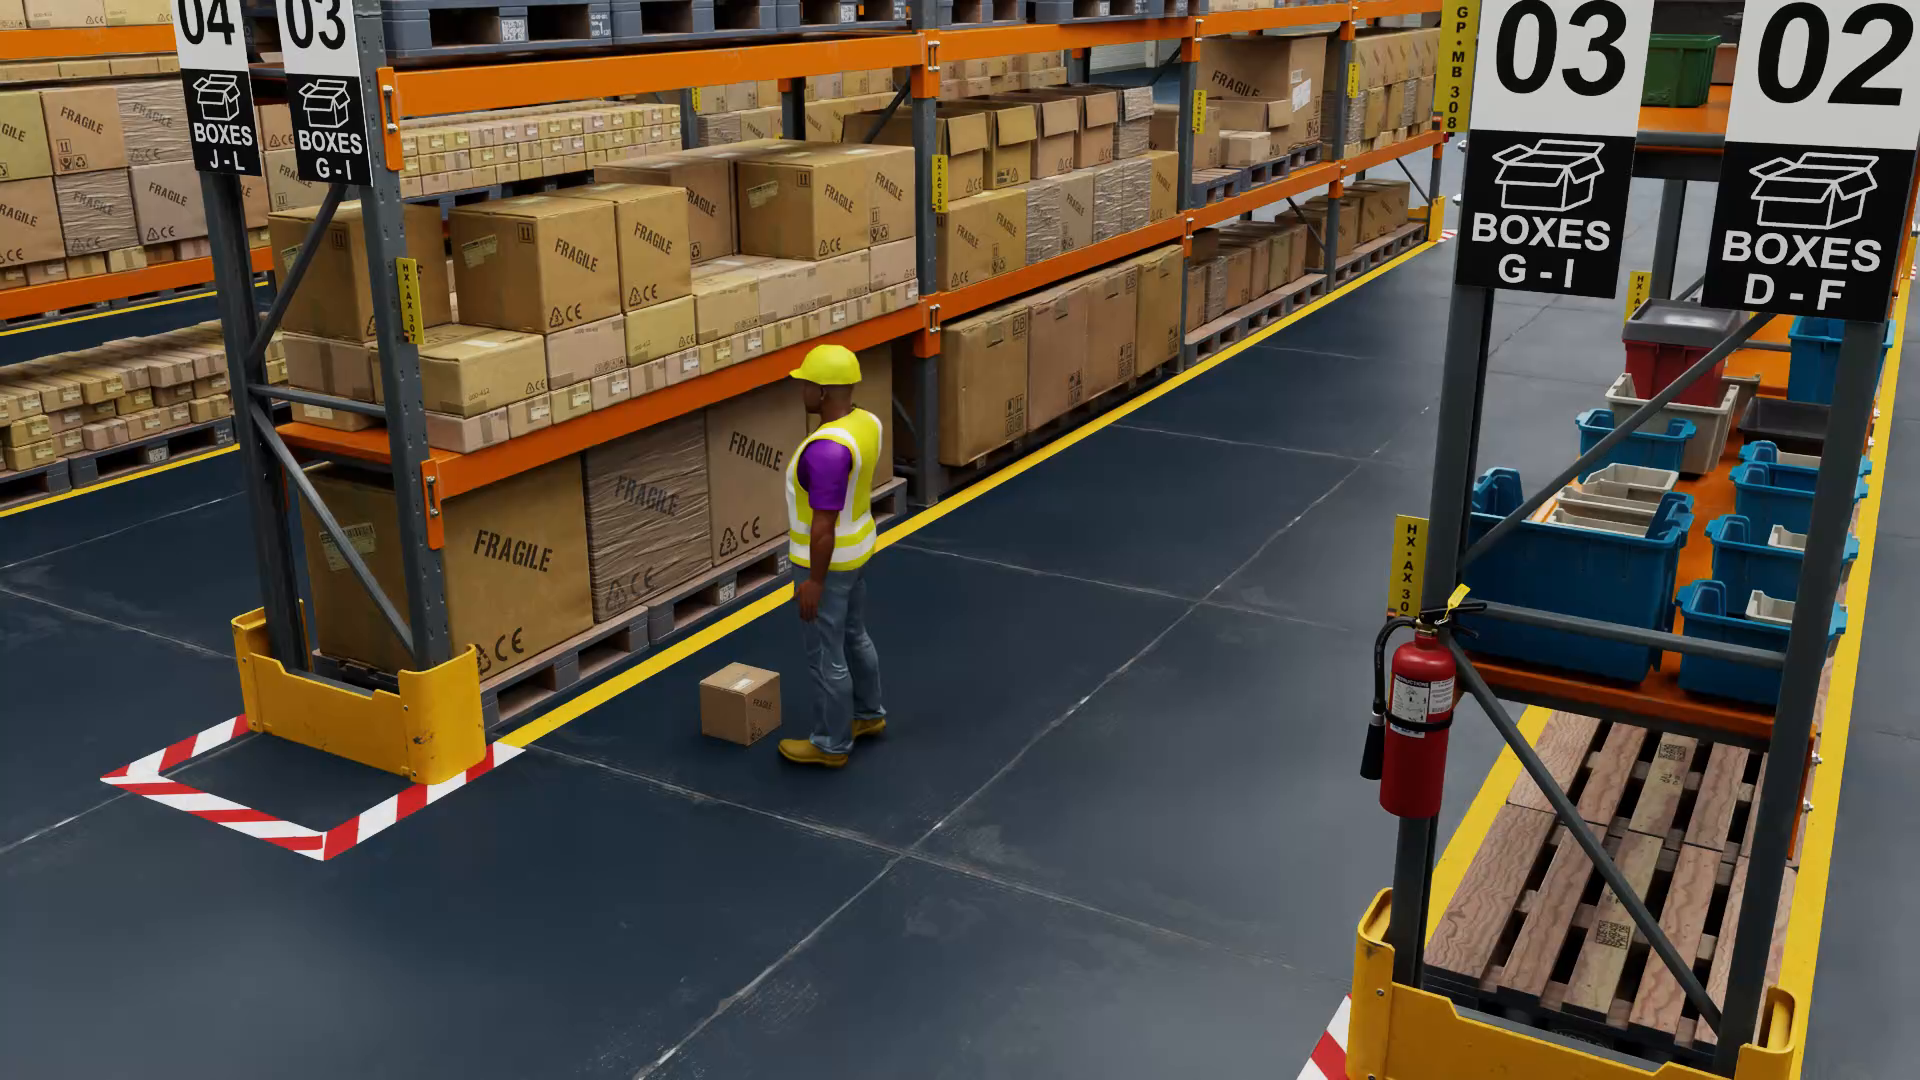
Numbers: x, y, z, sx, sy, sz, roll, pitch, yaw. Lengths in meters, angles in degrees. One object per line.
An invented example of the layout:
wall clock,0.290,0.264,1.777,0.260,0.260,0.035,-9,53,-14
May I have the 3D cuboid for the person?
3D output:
person,-0.549,0.094,6.800,0.416,1.815,0.599,5,20,15
